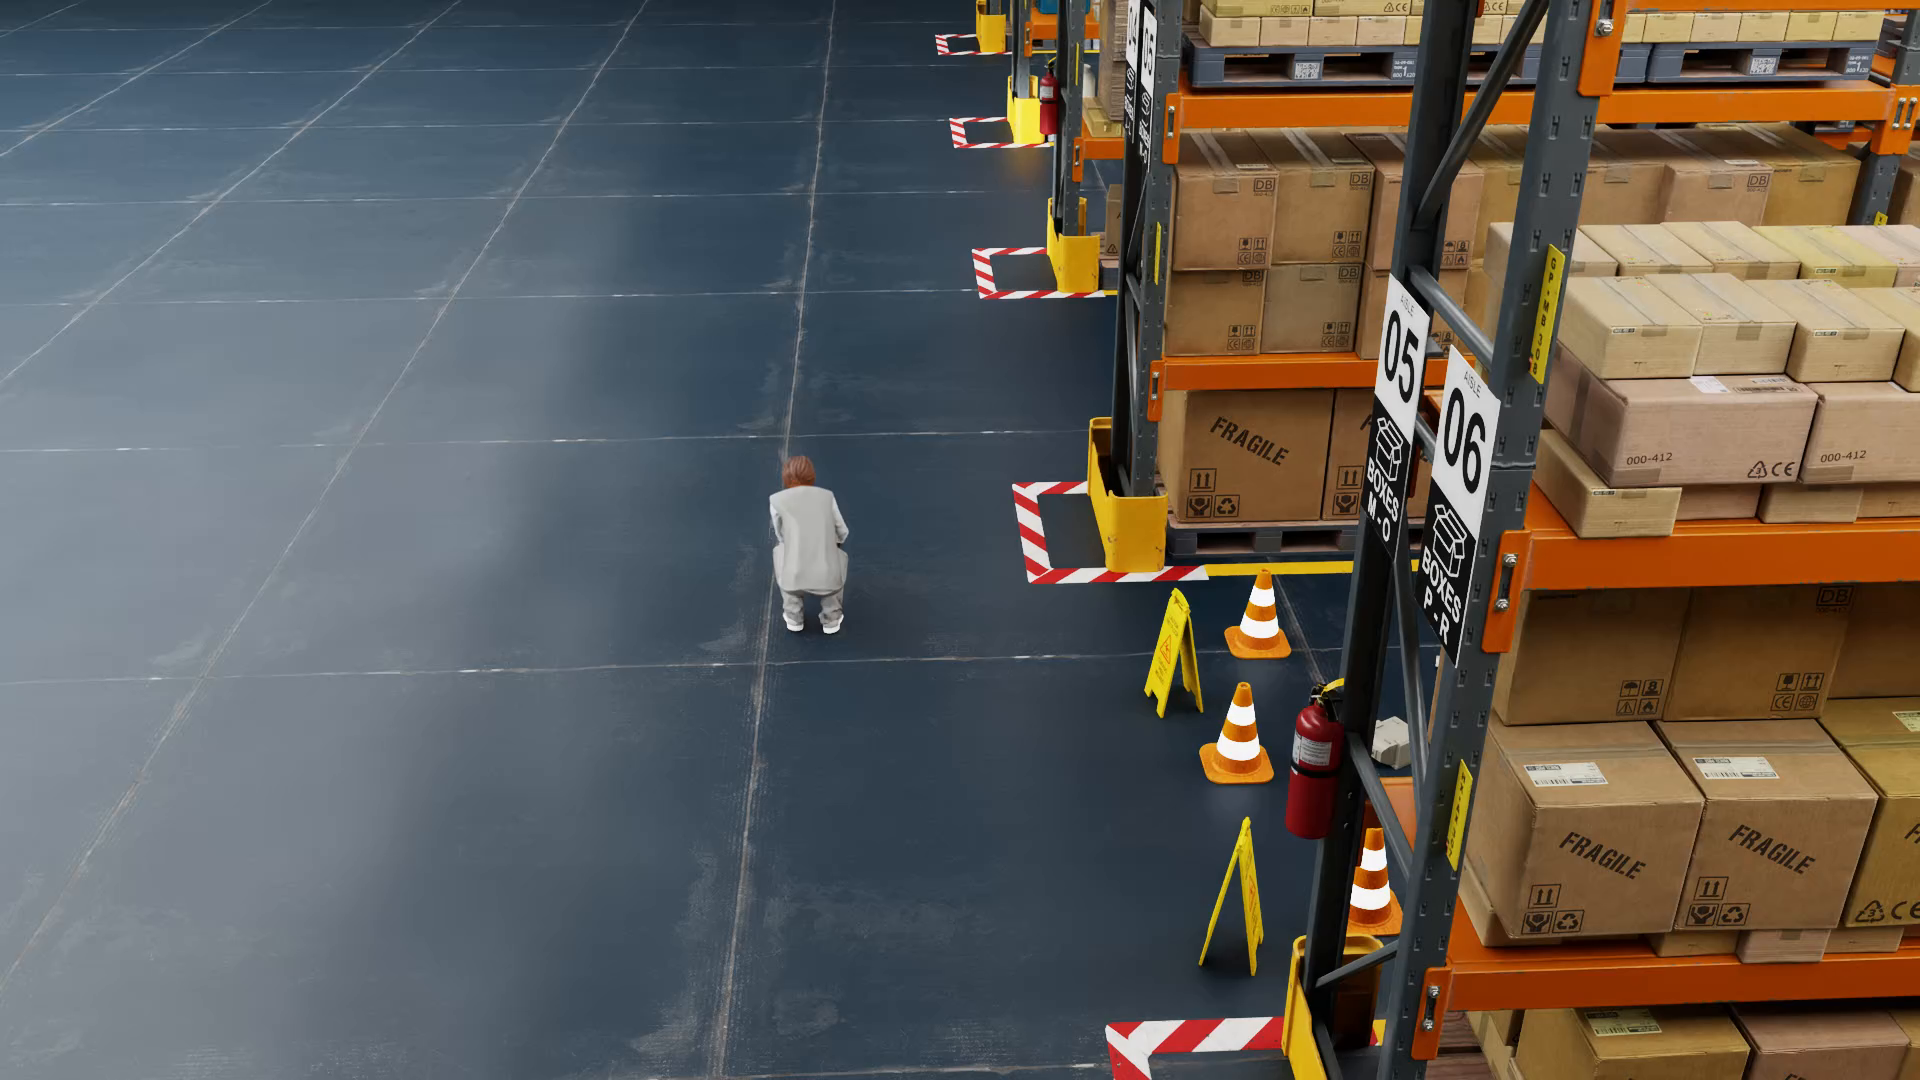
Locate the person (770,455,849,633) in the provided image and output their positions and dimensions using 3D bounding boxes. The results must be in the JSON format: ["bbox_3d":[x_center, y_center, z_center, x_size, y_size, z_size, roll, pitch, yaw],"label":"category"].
[{"bbox_3d":[-0.844,0.081,9.370,0.435,0.771,0.813,-2,28,-3],"label":"person"}]
